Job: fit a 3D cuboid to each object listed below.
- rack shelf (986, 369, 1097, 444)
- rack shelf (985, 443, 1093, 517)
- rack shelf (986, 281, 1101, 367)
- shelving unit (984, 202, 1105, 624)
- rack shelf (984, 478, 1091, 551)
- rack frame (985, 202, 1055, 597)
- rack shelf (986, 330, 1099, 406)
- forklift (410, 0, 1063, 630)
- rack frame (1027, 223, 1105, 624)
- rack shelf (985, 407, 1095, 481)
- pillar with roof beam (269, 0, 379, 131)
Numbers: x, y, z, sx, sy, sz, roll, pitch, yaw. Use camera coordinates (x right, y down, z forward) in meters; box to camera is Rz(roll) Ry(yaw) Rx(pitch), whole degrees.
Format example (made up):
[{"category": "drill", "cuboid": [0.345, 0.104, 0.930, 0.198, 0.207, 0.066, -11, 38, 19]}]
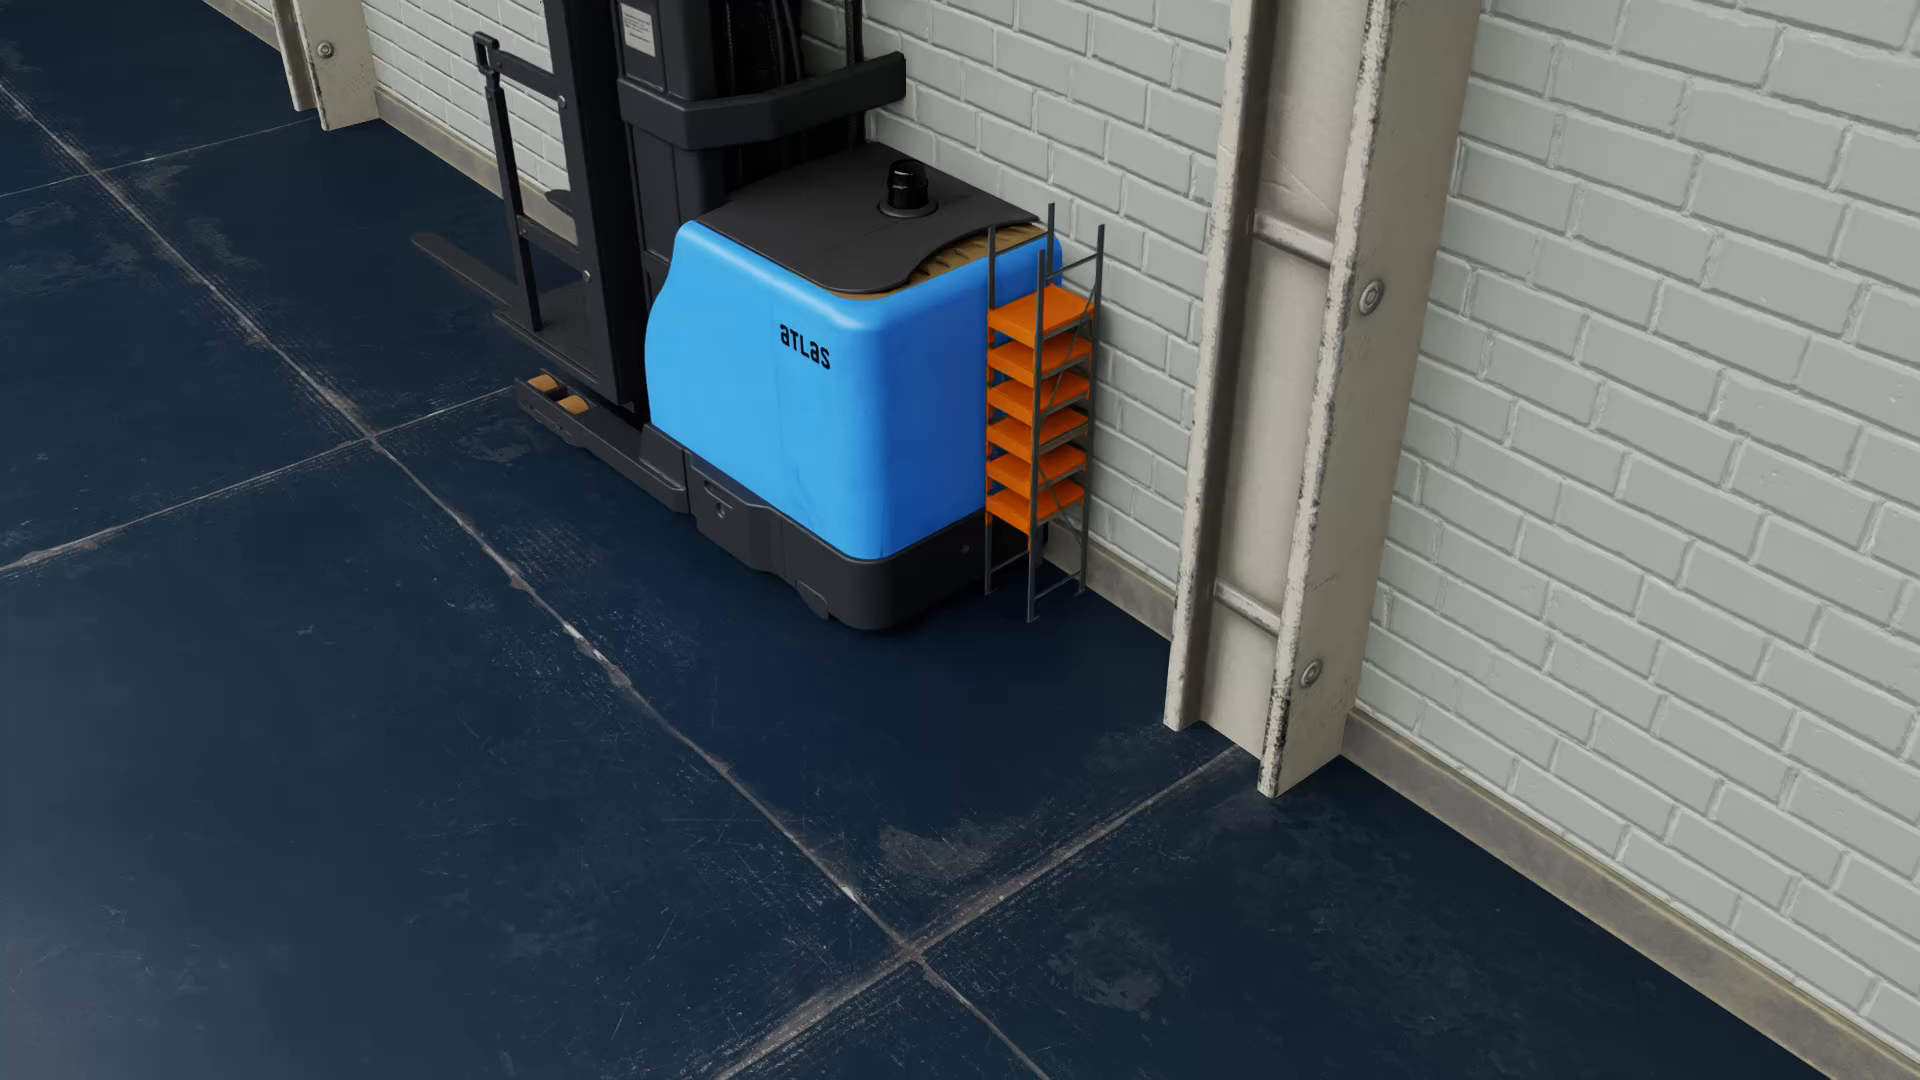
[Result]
[{"category": "rack shelf", "cuboid": [0.226, -0.389, 4.631, 0.258, 0.103, 0.180, -28, 44, -34]}, {"category": "rack shelf", "cuboid": [0.226, -0.194, 4.770, 0.258, 0.103, 0.180, -28, 44, -34]}, {"category": "rack shelf", "cuboid": [0.226, -0.585, 4.492, 0.258, 0.103, 0.180, -28, 44, -34]}, {"category": "shelving unit", "cuboid": [0.226, -0.328, 4.675, 0.258, 1.200, 0.189, -28, 44, -34]}, {"category": "rack shelf", "cuboid": [0.226, -0.096, 4.839, 0.258, 0.103, 0.180, -28, 44, -34]}, {"category": "rack frame", "cuboid": [0.164, -0.367, 4.730, 0.240, 1.200, 0.006, -28, 44, -34]}, {"category": "rack shelf", "cuboid": [0.226, -0.487, 4.562, 0.258, 0.103, 0.180, -28, 44, -34]}, {"category": "forklift", "cuboid": [-0.901, -1.701, 5.116, 1.130, 2.935, 3.031, -28, 44, -34]}, {"category": "rack frame", "cuboid": [0.288, -0.289, 4.620, 0.240, 1.200, 0.006, -28, 44, -34]}, {"category": "rack shelf", "cuboid": [0.226, -0.292, 4.700, 0.258, 0.103, 0.180, -28, 44, -34]}, {"category": "pillar with roof beam", "cuboid": [-6.363, -4.189, 3.379, 9.100, 9.000, 0.400, -26, 43, -32]}]
